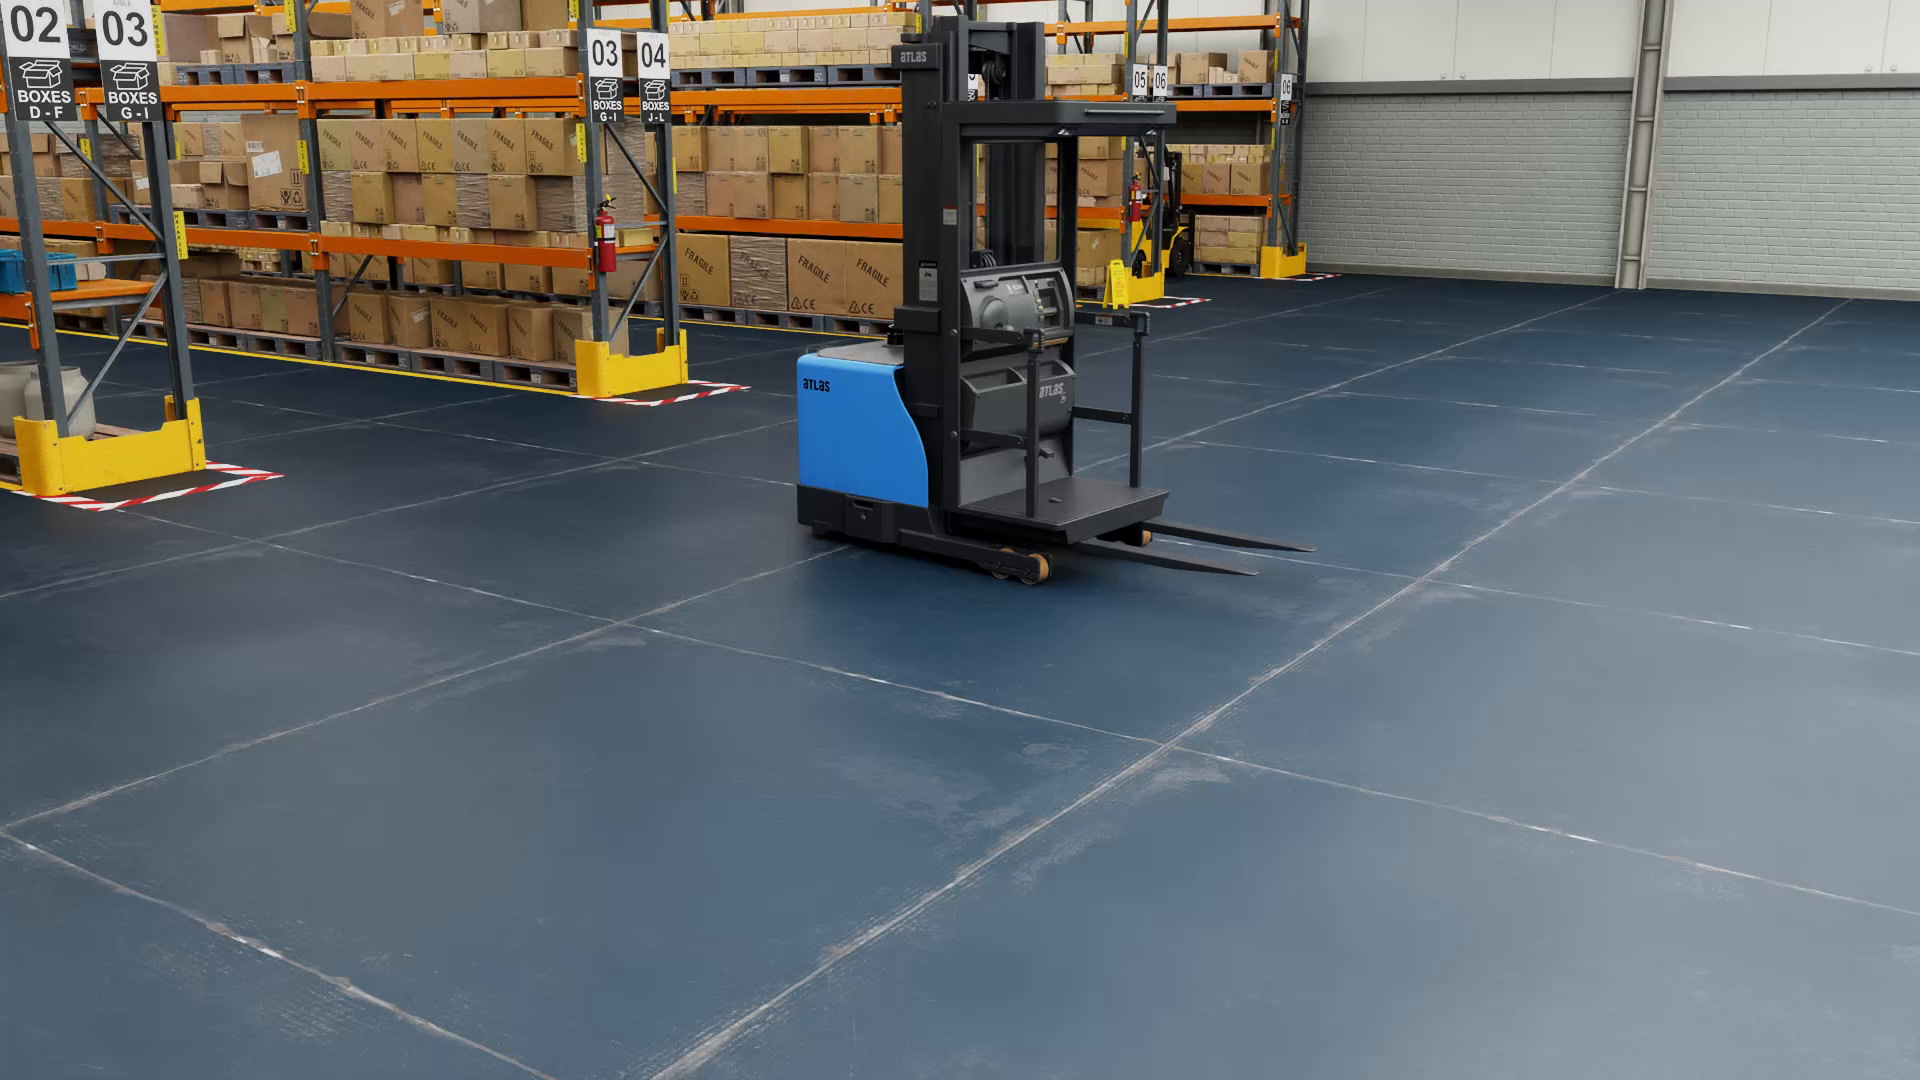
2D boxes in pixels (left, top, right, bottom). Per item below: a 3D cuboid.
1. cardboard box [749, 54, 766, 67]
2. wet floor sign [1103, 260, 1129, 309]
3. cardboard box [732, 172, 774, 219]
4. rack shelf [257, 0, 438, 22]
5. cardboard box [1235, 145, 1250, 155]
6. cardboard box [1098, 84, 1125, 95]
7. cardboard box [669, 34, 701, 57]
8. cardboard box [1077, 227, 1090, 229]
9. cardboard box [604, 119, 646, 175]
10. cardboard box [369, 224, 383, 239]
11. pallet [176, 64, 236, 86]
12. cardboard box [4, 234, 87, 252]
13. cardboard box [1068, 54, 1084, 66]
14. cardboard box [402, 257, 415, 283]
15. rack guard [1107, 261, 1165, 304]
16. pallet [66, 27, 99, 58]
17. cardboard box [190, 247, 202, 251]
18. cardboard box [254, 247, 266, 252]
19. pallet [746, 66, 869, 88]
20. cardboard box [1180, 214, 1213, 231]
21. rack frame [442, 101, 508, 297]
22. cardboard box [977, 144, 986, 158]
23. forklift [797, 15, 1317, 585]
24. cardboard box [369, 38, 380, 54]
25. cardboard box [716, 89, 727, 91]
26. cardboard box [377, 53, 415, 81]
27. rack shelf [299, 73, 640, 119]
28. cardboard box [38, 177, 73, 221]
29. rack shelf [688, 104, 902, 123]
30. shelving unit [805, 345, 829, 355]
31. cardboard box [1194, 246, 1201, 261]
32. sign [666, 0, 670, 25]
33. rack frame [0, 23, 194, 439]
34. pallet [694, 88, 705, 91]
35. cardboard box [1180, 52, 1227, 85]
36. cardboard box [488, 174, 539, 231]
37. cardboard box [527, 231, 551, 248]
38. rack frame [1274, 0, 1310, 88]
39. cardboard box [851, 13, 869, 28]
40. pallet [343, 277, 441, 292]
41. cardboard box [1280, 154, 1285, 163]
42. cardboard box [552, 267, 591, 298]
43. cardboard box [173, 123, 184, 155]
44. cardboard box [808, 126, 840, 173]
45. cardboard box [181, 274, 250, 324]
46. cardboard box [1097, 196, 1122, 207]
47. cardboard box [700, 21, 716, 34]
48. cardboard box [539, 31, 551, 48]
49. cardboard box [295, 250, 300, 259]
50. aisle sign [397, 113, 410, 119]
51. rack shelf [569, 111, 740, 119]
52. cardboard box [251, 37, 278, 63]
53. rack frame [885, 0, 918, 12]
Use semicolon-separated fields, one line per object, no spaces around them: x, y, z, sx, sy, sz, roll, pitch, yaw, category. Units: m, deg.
-2.281;-5.676;19.709;0.250;0.149;0.380;9;17;33;cardboard box
2.107;-3.459;22.454;0.267;0.644;0.232;-10;17;-35;wet floor sign
-2.287;-4.237;20.386;0.550;0.550;0.875;9;17;33;cardboard box
-8.430;-7.550;23.925;4.000;0.370;1.077;9;17;33;rack shelf
4.677;-6.372;27.143;0.250;0.149;0.380;9;17;33;cardboard box
2.094;-6.167;22.774;0.250;0.149;0.380;9;17;33;cardboard box
-3.202;-6.035;20.330;0.500;0.250;0.500;9;17;33;cardboard box
1.575;-4.310;24.278;0.500;0.500;0.500;8;16;31;cardboard box
-3.289;-3.671;15.503;0.500;0.500;0.500;9;17;33;cardboard box
-5.657;-3.095;16.605;0.250;0.149;0.380;9;17;33;cardboard box
-7.619;-5.009;17.963;1.003;0.211;1.213;9;17;33;pallet
-10.919;-3.328;20.573;0.875;0.875;1.225;9;17;33;cardboard box
1.686;-6.621;22.949;0.250;0.149;0.380;9;16;32;cardboard box
-7.891;-4.010;24.108;0.500;0.500;0.500;10;17;35;cardboard box
2.483;-3.638;23.478;0.348;0.500;1.175;9;17;33;rack guard
-6.380;-3.372;11.354;1.213;0.211;1.003;9;17;33;pallet
-12.243;-4.693;26.979;0.250;0.149;0.380;8;16;30;cardboard box
-10.764;-4.581;25.905;0.250;0.149;0.380;9;17;33;cardboard box
-1.770;-5.514;19.798;1.213;0.211;1.003;9;17;33;pallet
3.906;-5.318;27.831;0.500;0.250;0.500;9;17;34;cardboard box
-6.770;-4.913;23.428;0.127;3.000;1.000;9;17;33;rack frame
0.285;-5.808;24.134;0.500;0.500;0.700;9;16;32;cardboard box
0.488;-1.327;9.084;3.031;2.935;1.130;11;18;38;forklift
-5.506;-4.786;16.154;0.250;0.149;0.380;10;17;34;cardboard box
-3.713;-7.194;26.680;0.258;0.266;0.396;9;17;33;cardboard box
-5.225;-4.534;15.968;0.500;0.250;0.500;8;16;31;cardboard box
-4.644;-4.240;15.963;4.000;0.370;1.077;9;17;33;rack shelf
-10.581;-4.071;19.818;0.500;0.500;0.500;9;17;32;cardboard box
-2.432;-6.752;26.113;4.000;0.370;1.077;9;17;33;rack shelf
-0.788;-0.663;10.316;0.252;1.050;0.215;11;18;38;shelving unit
3.930;-4.838;27.971;0.500;0.250;0.500;9;17;33;cardboard box
-2.682;-4.853;15.126;0.005;0.325;0.100;9;17;33;sign
-5.749;-1.877;11.165;0.127;3.000;1.000;9;17;33;rack frame
-4.656;-7.354;27.438;1.003;0.211;1.213;10;17;35;pallet
4.016;-7.756;27.380;0.500;0.500;0.700;9;17;33;cardboard box
-3.907;-3.180;15.600;0.500;0.500;0.875;9;17;33;cardboard box
-3.779;-2.797;15.402;0.250;0.149;0.380;9;17;33;cardboard box
5.314;-8.743;26.415;0.127;3.000;1.000;9;17;33;rack frame
-1.020;-5.860;18.790;0.250;0.149;0.380;10;17;34;cardboard box
-8.426;-3.828;24.849;1.213;0.211;1.003;9;17;33;pallet
5.177;-6.292;27.439;0.250;0.149;0.380;9;16;31;cardboard box
-4.815;-3.684;22.271;0.750;0.750;1.050;9;17;33;cardboard box
-12.343;-6.411;26.569;0.500;0.500;0.500;9;16;32;cardboard box
-1.315;-4.652;19.815;0.550;0.550;0.875;9;17;33;cardboard box
-8.588;-2.780;19.098;0.500;0.500;0.700;8;16;28;cardboard box
2.117;-4.726;23.197;0.250;0.149;0.380;10;17;35;cardboard box
-2.917;-6.166;20.027;0.250;0.149;0.380;9;17;32;cardboard box
-3.539;-4.475;14.898;0.250;0.149;0.380;9;16;31;cardboard box
-10.472;-4.542;26.371;0.250;0.149;0.380;9;17;33;cardboard box
-10.617;-8.320;31.780;0.004;0.787;0.394;9;17;33;aisle sign
-6.303;-8.815;34.447;4.000;0.370;1.077;9;17;33;rack shelf
-7.139;-5.102;17.355;0.258;0.266;0.396;10;17;35;cardboard box
-0.773;-8.289;24.582;0.127;3.000;1.000;9;17;33;rack frame
